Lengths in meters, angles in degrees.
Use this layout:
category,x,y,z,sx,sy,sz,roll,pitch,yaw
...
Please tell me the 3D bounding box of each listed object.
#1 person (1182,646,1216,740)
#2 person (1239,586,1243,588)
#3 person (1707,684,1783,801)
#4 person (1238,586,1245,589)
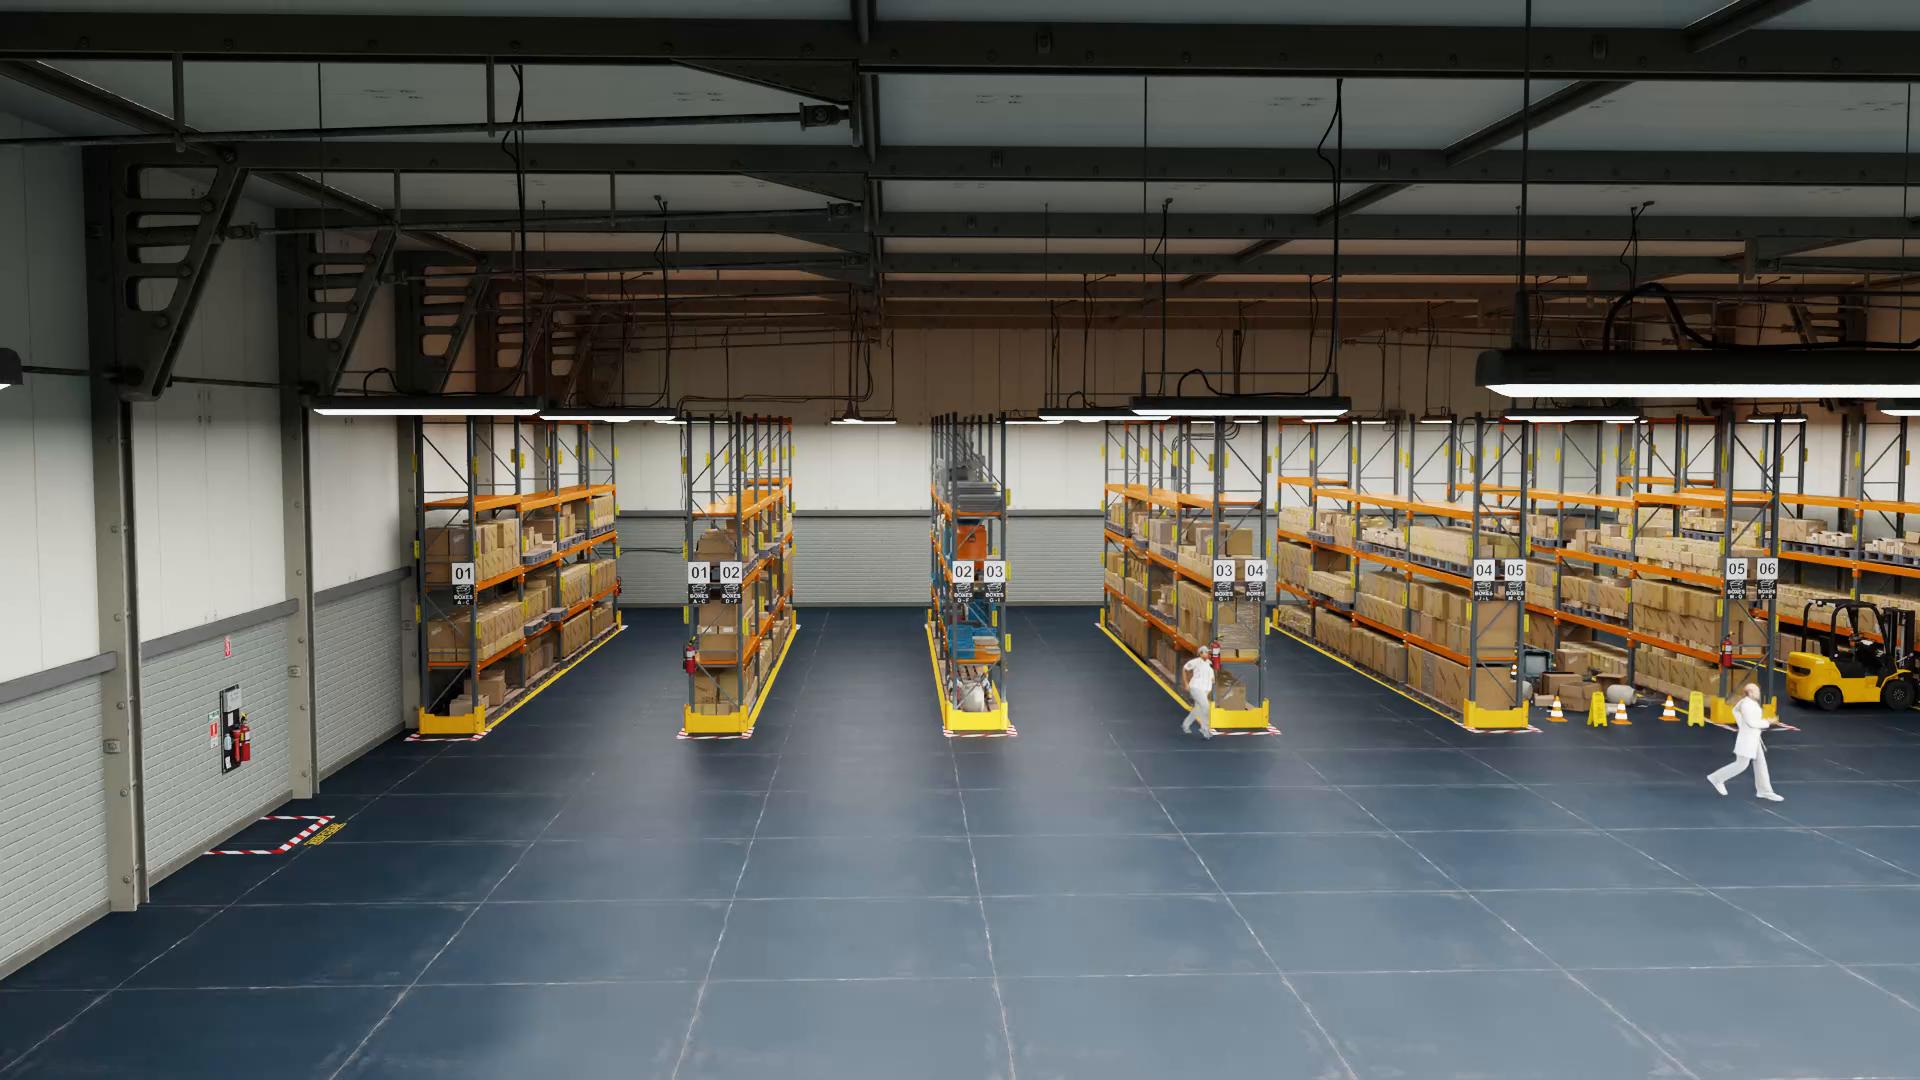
category,x,y,z,sx,sy,sz,roll,pitch,yaw
person,4.500,2.799,30.819,0.603,1.663,0.797,-3,5,-41
person,8.024,1.564,48.727,0.907,1.680,0.830,-1,4,-18
person,12.040,3.068,25.445,1.059,1.764,0.703,2,5,32
person,7.802,1.608,47.689,0.718,1.793,0.681,3,5,41
